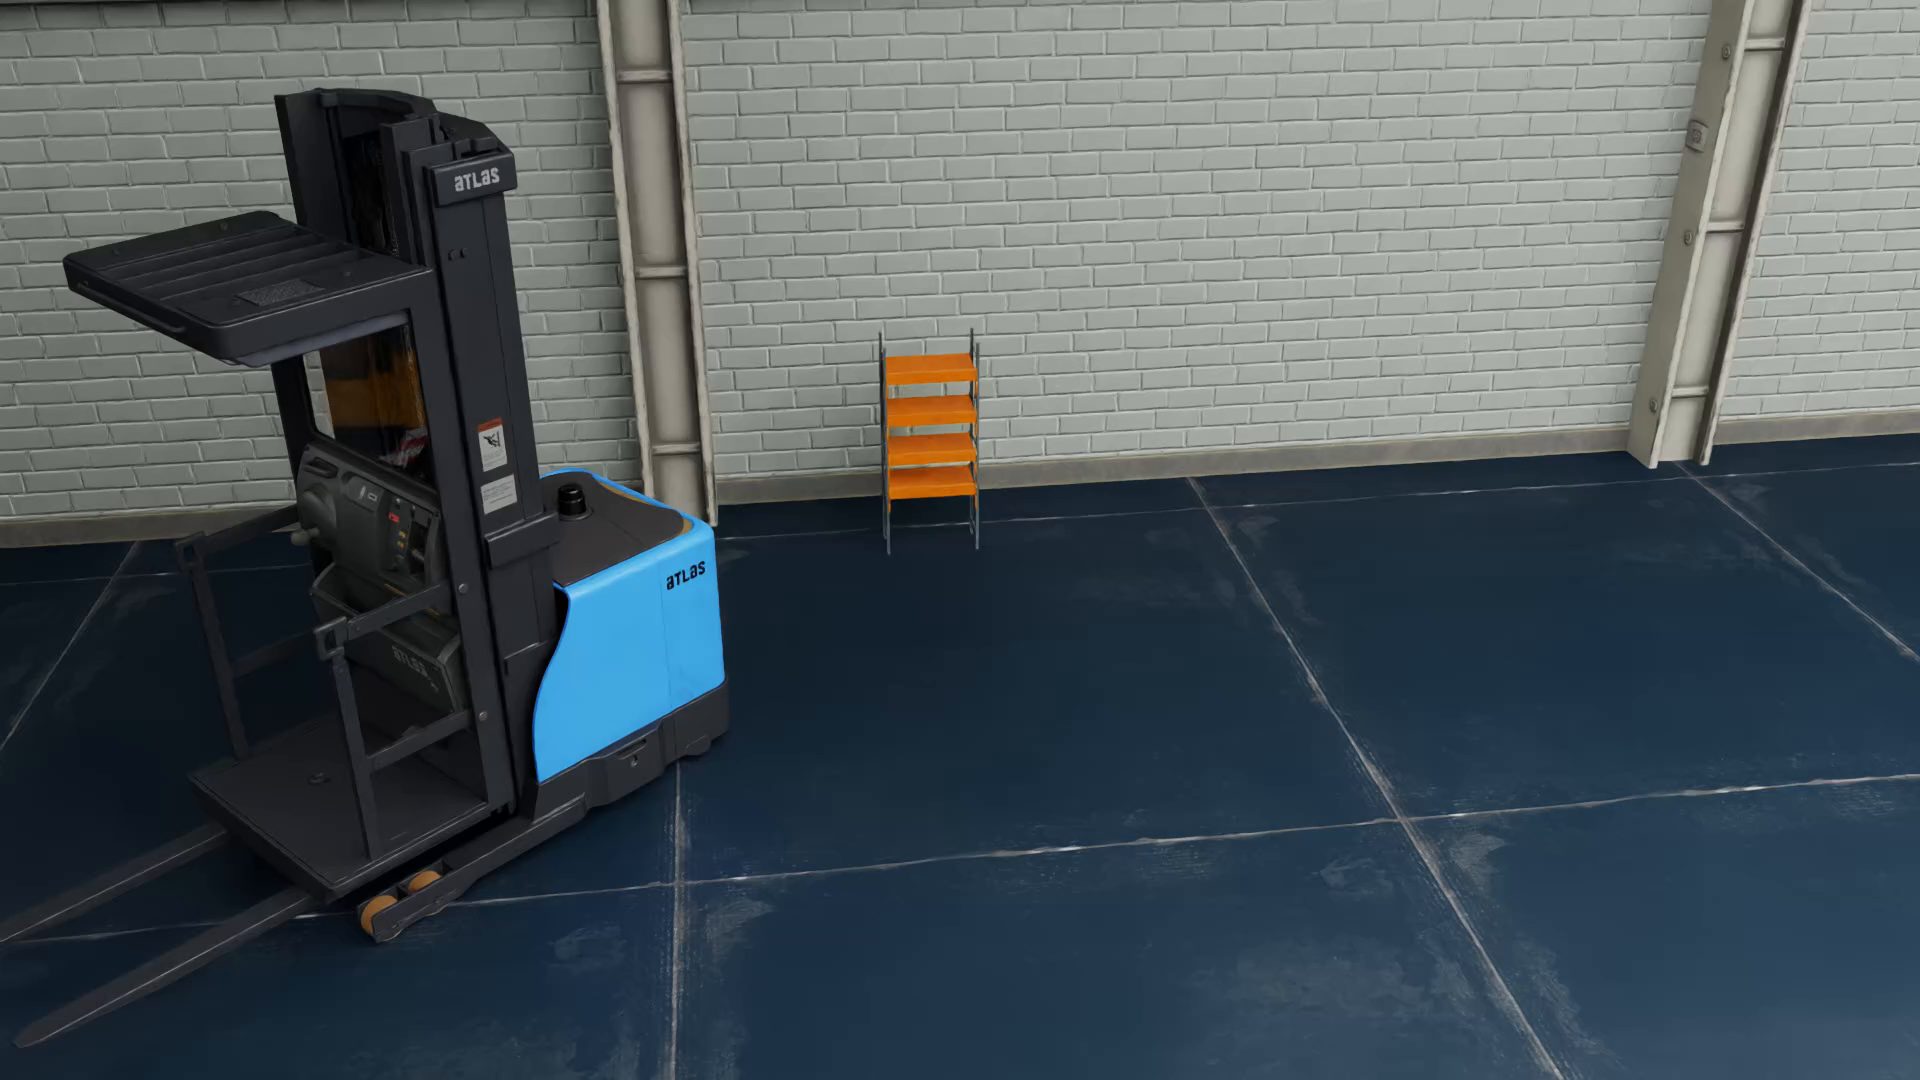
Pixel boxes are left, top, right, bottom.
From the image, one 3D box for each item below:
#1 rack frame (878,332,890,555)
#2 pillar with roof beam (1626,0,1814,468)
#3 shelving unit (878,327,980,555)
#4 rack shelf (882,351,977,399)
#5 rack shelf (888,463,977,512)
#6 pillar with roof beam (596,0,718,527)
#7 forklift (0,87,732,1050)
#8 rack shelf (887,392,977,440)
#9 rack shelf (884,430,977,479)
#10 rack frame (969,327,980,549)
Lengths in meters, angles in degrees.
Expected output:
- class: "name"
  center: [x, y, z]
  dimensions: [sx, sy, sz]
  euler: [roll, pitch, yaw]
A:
- class: "rack frame"
  center: [-0.406, -0.508, 8.925]
  dimensions: [0.015, 1.200, 0.240]
  euler: [-4, 27, -7]
- class: "pillar with roof beam"
  center: [4.955, -2.574, 4.410]
  dimensions: [0.400, 9.000, 9.100]
  euler: [-4, 27, -7]
- class: "shelving unit"
  center: [-0.164, -0.523, 8.956]
  dimensions: [0.503, 1.200, 0.258]
  euler: [-4, 27, -7]
- class: "rack shelf"
  center: [-0.164, -0.873, 8.776]
  dimensions: [0.480, 0.148, 0.258]
  euler: [-4, 27, -7]
- class: "rack shelf"
  center: [-0.164, -0.287, 9.077]
  dimensions: [0.480, 0.148, 0.258]
  euler: [-4, 27, -7]
- class: "pillar with roof beam"
  center: [-0.987, -2.193, 3.666]
  dimensions: [0.400, 9.000, 9.100]
  euler: [-4, 27, -7]
- class: "forklift"
  center: [-2.370, -0.048, 6.134]
  dimensions: [1.130, 2.935, 3.031]
  euler: [21, 34, 36]
- class: "rack shelf"
  center: [-0.164, -0.662, 8.884]
  dimensions: [0.480, 0.148, 0.258]
  euler: [-4, 27, -7]
- class: "rack shelf"
  center: [-0.164, -0.463, 8.986]
  dimensions: [0.480, 0.148, 0.258]
  euler: [-4, 27, -7]
- class: "rack frame"
  center: [0.078, -0.539, 8.986]
  dimensions: [0.015, 1.200, 0.240]
  euler: [-4, 27, -7]
